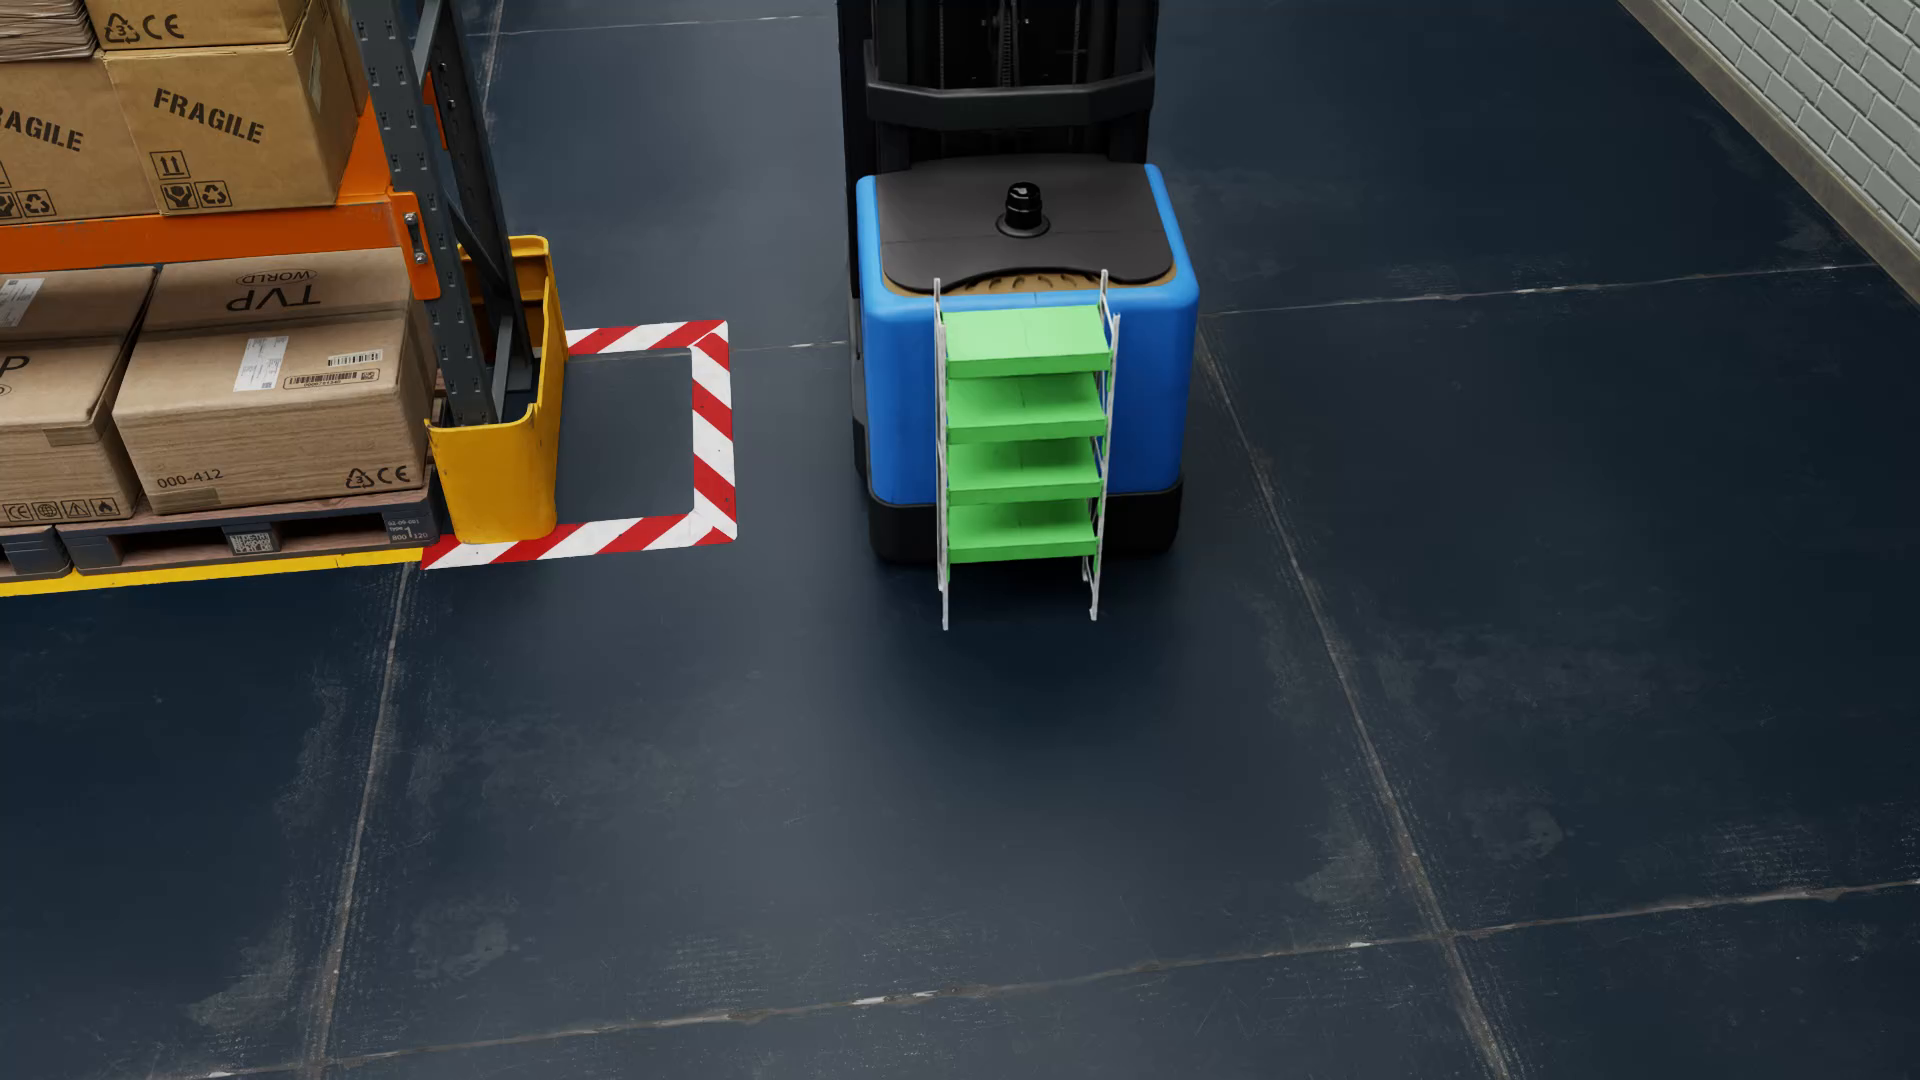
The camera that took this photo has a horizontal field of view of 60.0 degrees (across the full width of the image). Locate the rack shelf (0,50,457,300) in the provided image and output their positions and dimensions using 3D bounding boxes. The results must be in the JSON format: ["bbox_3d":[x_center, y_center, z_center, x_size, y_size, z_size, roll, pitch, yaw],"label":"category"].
[{"bbox_3d":[-3.656,-1.052,5.214,4.000,0.370,1.077,-5,42,-6],"label":"rack shelf"}]

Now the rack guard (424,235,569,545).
[{"bbox_3d":[-1.649,-0.567,6.005,0.348,0.500,1.175,-5,42,-6],"label":"rack guard"}]

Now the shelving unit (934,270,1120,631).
[{"bbox_3d":[0.187,-0.244,5.125,0.503,1.200,0.258,-3,42,-4],"label":"shelving unit"}]

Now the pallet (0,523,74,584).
[{"bbox_3d":[-3.662,-0.232,5.850,1.213,0.211,1.003,-5,42,-6],"label":"pallet"}]

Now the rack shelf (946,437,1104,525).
[{"bbox_3d":[0.187,-0.197,5.168,0.480,0.148,0.258,-3,42,-4],"label":"rack shelf"}]

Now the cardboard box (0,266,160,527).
[{"bbox_3d":[-3.220,-0.489,5.652,0.875,0.438,0.875,-4,42,-4],"label":"cardboard box"}]

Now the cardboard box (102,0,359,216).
[{"bbox_3d":[-2.116,-1.312,4.891,0.500,0.500,0.500,-5,42,-5],"label":"cardboard box"}]

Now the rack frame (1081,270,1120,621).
[{"bbox_3d":[0.430,-0.259,5.141,0.015,1.200,0.240,-3,42,-4],"label":"rack frame"}]

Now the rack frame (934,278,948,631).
[{"bbox_3d":[-0.056,-0.229,5.109,0.015,1.200,0.240,-3,42,-4],"label":"rack frame"}]

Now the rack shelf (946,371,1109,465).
[{"bbox_3d":[0.187,-0.375,5.007,0.480,0.148,0.258,-3,42,-4],"label":"rack shelf"}]

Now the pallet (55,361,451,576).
[{"bbox_3d":[-2.455,-0.336,5.965,1.213,0.211,1.003,-5,42,-6],"label":"pallet"}]

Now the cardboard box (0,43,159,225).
[{"bbox_3d":[-2.616,-1.279,4.854,0.500,0.500,0.500,-6,42,-6],"label":"cardboard box"}]

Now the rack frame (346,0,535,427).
[{"bbox_3d":[-1.672,-1.493,5.166,0.127,3.000,1.000,-5,42,-6],"label":"rack frame"}]

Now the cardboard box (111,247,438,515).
[{"bbox_3d":[-2.314,-0.574,5.746,0.875,0.438,0.875,-6,42,-7],"label":"cardboard box"}]

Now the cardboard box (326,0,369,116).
[{"bbox_3d":[-2.186,-1.679,5.297,0.500,0.500,0.500,-5,42,-6],"label":"cardboard box"}]

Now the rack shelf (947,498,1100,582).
[{"bbox_3d":[0.187,-0.019,5.329,0.480,0.148,0.258,-3,42,-4],"label":"rack shelf"}]

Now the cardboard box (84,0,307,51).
[{"bbox_3d":[-2.120,-1.701,4.575,0.500,0.500,0.500,-4,42,-4],"label":"cardboard box"}]

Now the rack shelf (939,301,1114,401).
[{"bbox_3d":[0.187,-0.553,4.846,0.480,0.148,0.258,-3,42,-4],"label":"rack shelf"}]

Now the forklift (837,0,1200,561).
[{"bbox_3d":[0.107,-1.998,5.776,1.130,2.935,3.031,-3,42,-3],"label":"forklift"}]

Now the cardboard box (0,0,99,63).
[{"bbox_3d":[-2.634,-1.636,4.504,0.500,0.500,0.500,-5,42,-5],"label":"cardboard box"}]
